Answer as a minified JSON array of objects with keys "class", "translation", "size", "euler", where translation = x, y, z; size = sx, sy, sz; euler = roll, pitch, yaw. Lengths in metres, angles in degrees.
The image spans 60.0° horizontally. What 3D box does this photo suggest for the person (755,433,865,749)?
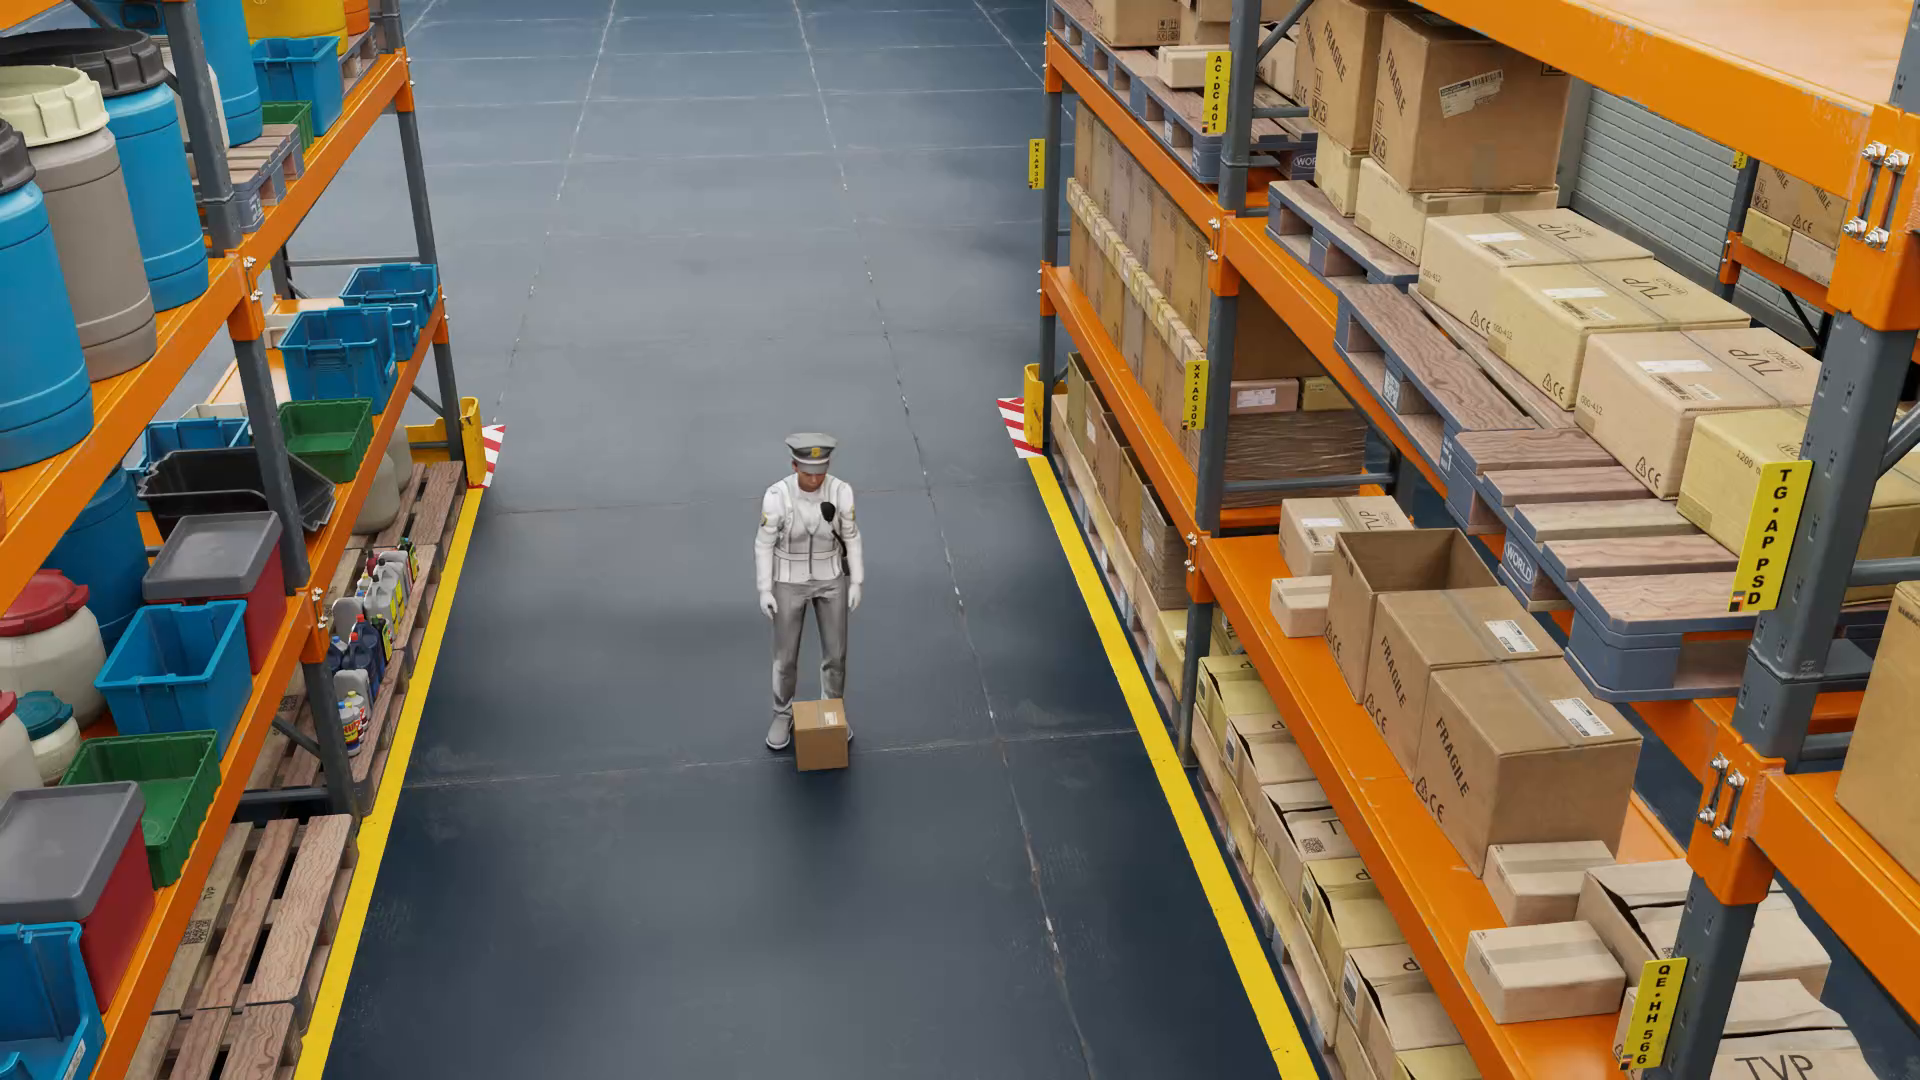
[{"class":"person","translation":[-0.733,0.232,8.167],"size":[0.540,1.662,0.374],"euler":[-5,28,-10]}]
